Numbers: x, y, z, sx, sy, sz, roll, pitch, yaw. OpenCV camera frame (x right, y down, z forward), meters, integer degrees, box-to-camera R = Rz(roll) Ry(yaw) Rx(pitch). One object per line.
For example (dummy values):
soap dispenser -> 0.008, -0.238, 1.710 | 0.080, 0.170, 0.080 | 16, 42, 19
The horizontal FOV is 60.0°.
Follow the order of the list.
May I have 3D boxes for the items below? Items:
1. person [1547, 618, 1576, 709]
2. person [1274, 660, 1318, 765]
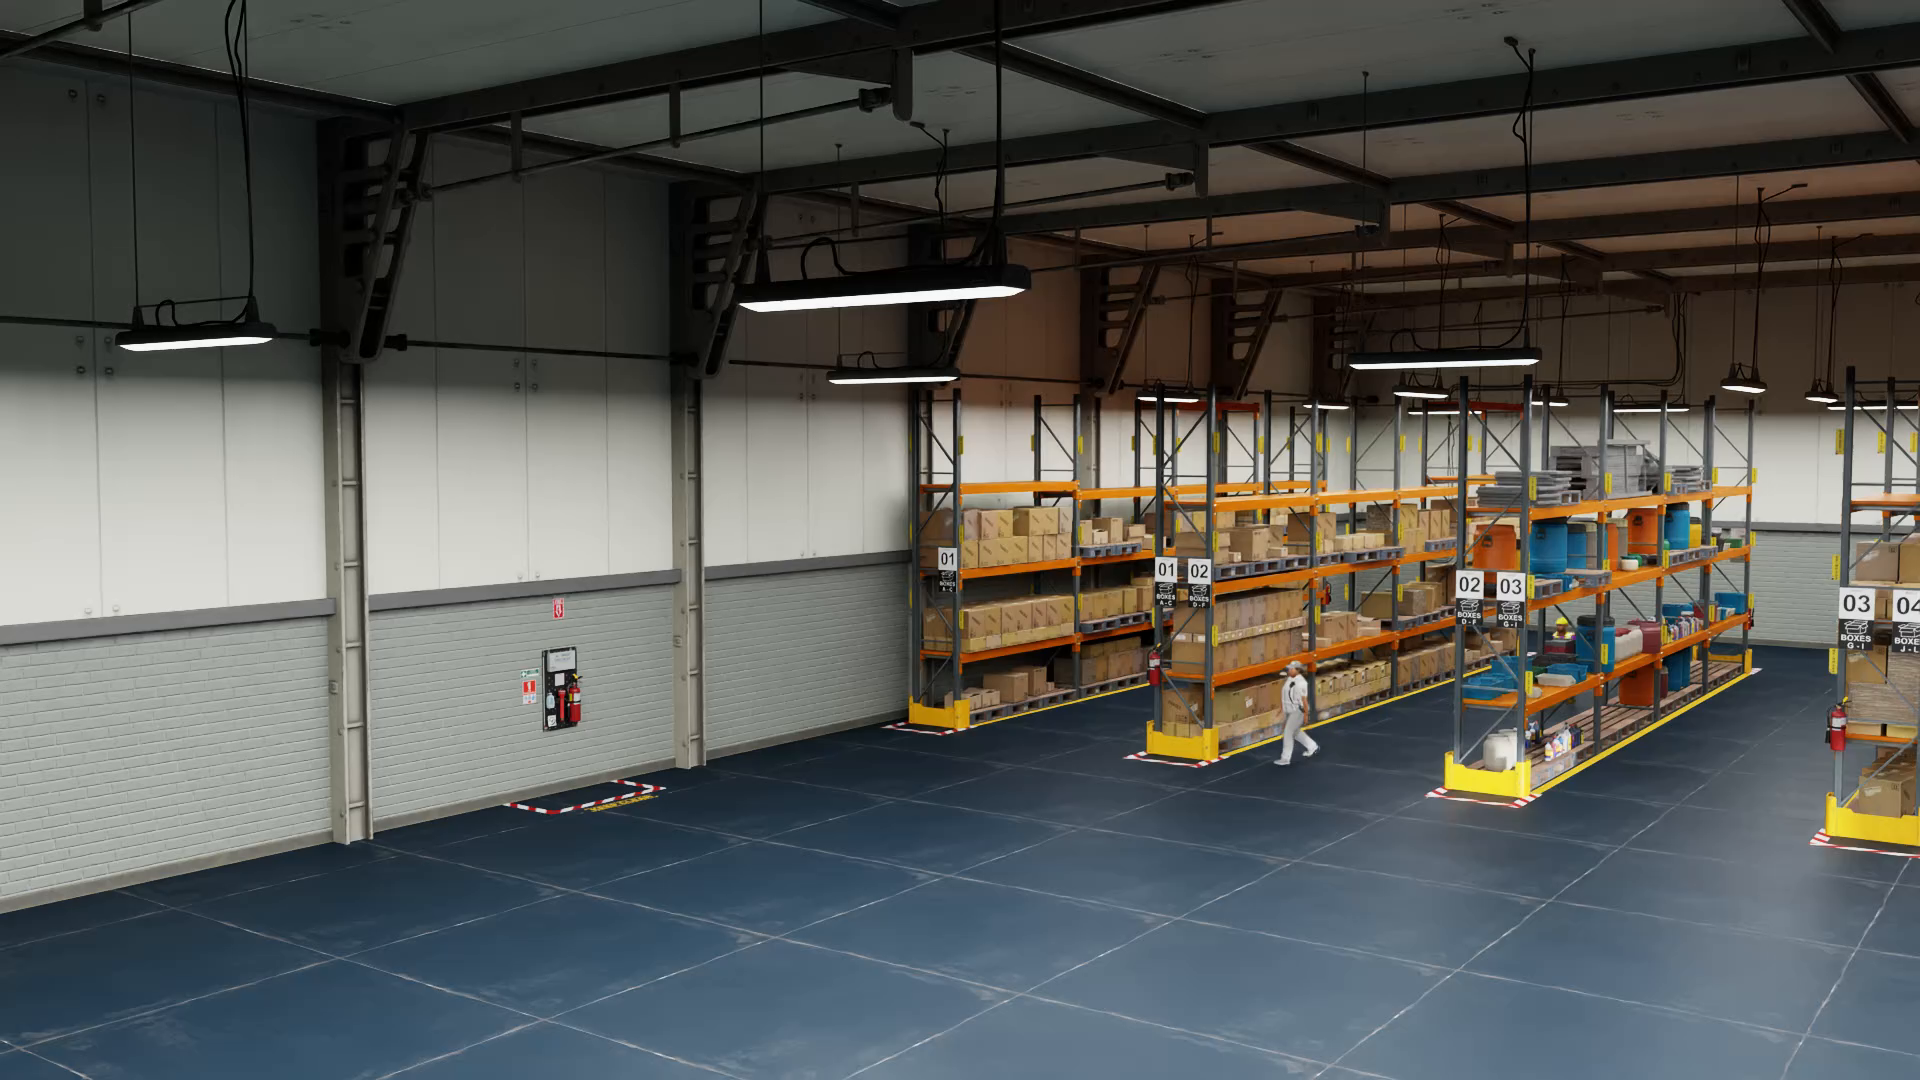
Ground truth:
person -> 11.421, 2.333, 31.570 | 0.593, 1.708, 1.085 | 3, 4, 39
person -> 5.299, 2.687, 26.147 | 1.006, 1.608, 0.528 | -2, 4, -27
